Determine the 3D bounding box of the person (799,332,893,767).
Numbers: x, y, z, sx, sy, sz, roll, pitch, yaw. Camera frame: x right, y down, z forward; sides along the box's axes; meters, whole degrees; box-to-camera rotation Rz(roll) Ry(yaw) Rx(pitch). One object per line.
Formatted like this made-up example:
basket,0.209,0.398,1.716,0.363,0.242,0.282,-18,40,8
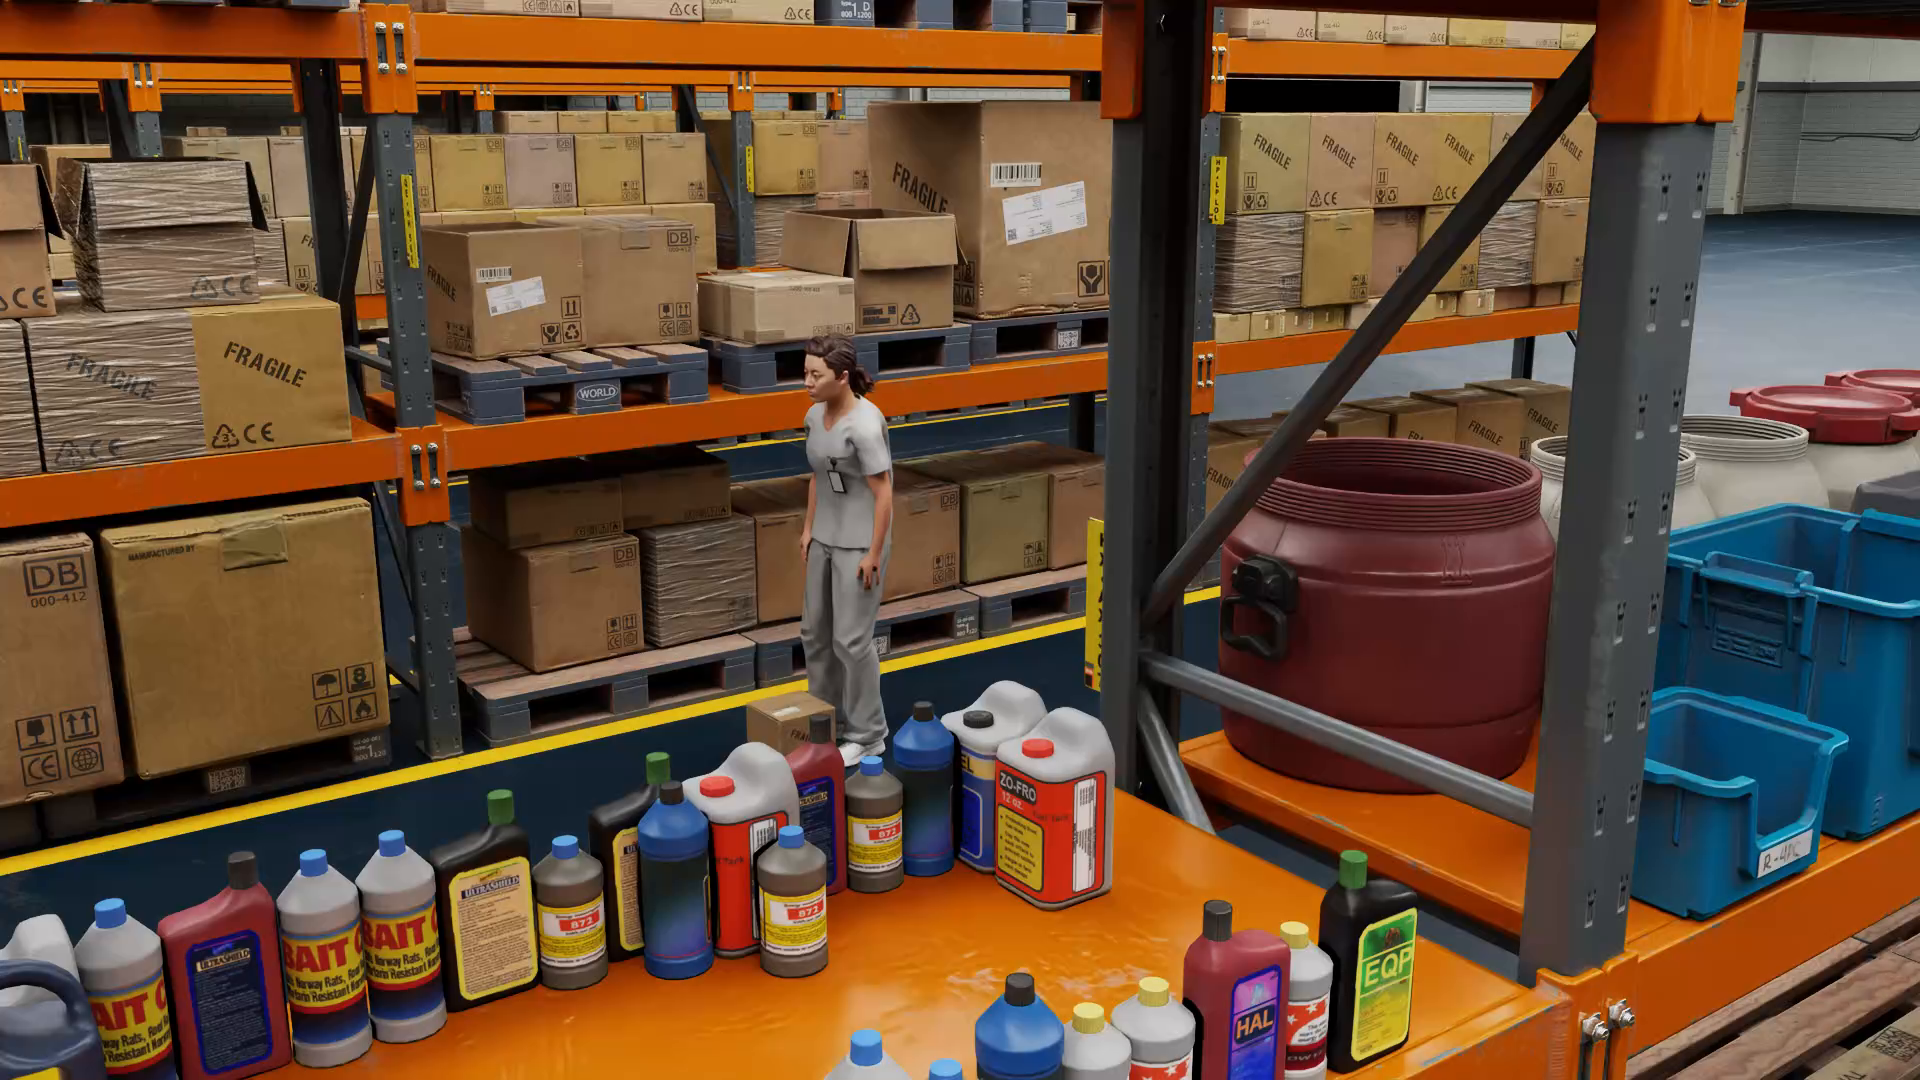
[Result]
person,-0.462,0.039,6.405,0.347,1.650,0.498,-11,18,-37
